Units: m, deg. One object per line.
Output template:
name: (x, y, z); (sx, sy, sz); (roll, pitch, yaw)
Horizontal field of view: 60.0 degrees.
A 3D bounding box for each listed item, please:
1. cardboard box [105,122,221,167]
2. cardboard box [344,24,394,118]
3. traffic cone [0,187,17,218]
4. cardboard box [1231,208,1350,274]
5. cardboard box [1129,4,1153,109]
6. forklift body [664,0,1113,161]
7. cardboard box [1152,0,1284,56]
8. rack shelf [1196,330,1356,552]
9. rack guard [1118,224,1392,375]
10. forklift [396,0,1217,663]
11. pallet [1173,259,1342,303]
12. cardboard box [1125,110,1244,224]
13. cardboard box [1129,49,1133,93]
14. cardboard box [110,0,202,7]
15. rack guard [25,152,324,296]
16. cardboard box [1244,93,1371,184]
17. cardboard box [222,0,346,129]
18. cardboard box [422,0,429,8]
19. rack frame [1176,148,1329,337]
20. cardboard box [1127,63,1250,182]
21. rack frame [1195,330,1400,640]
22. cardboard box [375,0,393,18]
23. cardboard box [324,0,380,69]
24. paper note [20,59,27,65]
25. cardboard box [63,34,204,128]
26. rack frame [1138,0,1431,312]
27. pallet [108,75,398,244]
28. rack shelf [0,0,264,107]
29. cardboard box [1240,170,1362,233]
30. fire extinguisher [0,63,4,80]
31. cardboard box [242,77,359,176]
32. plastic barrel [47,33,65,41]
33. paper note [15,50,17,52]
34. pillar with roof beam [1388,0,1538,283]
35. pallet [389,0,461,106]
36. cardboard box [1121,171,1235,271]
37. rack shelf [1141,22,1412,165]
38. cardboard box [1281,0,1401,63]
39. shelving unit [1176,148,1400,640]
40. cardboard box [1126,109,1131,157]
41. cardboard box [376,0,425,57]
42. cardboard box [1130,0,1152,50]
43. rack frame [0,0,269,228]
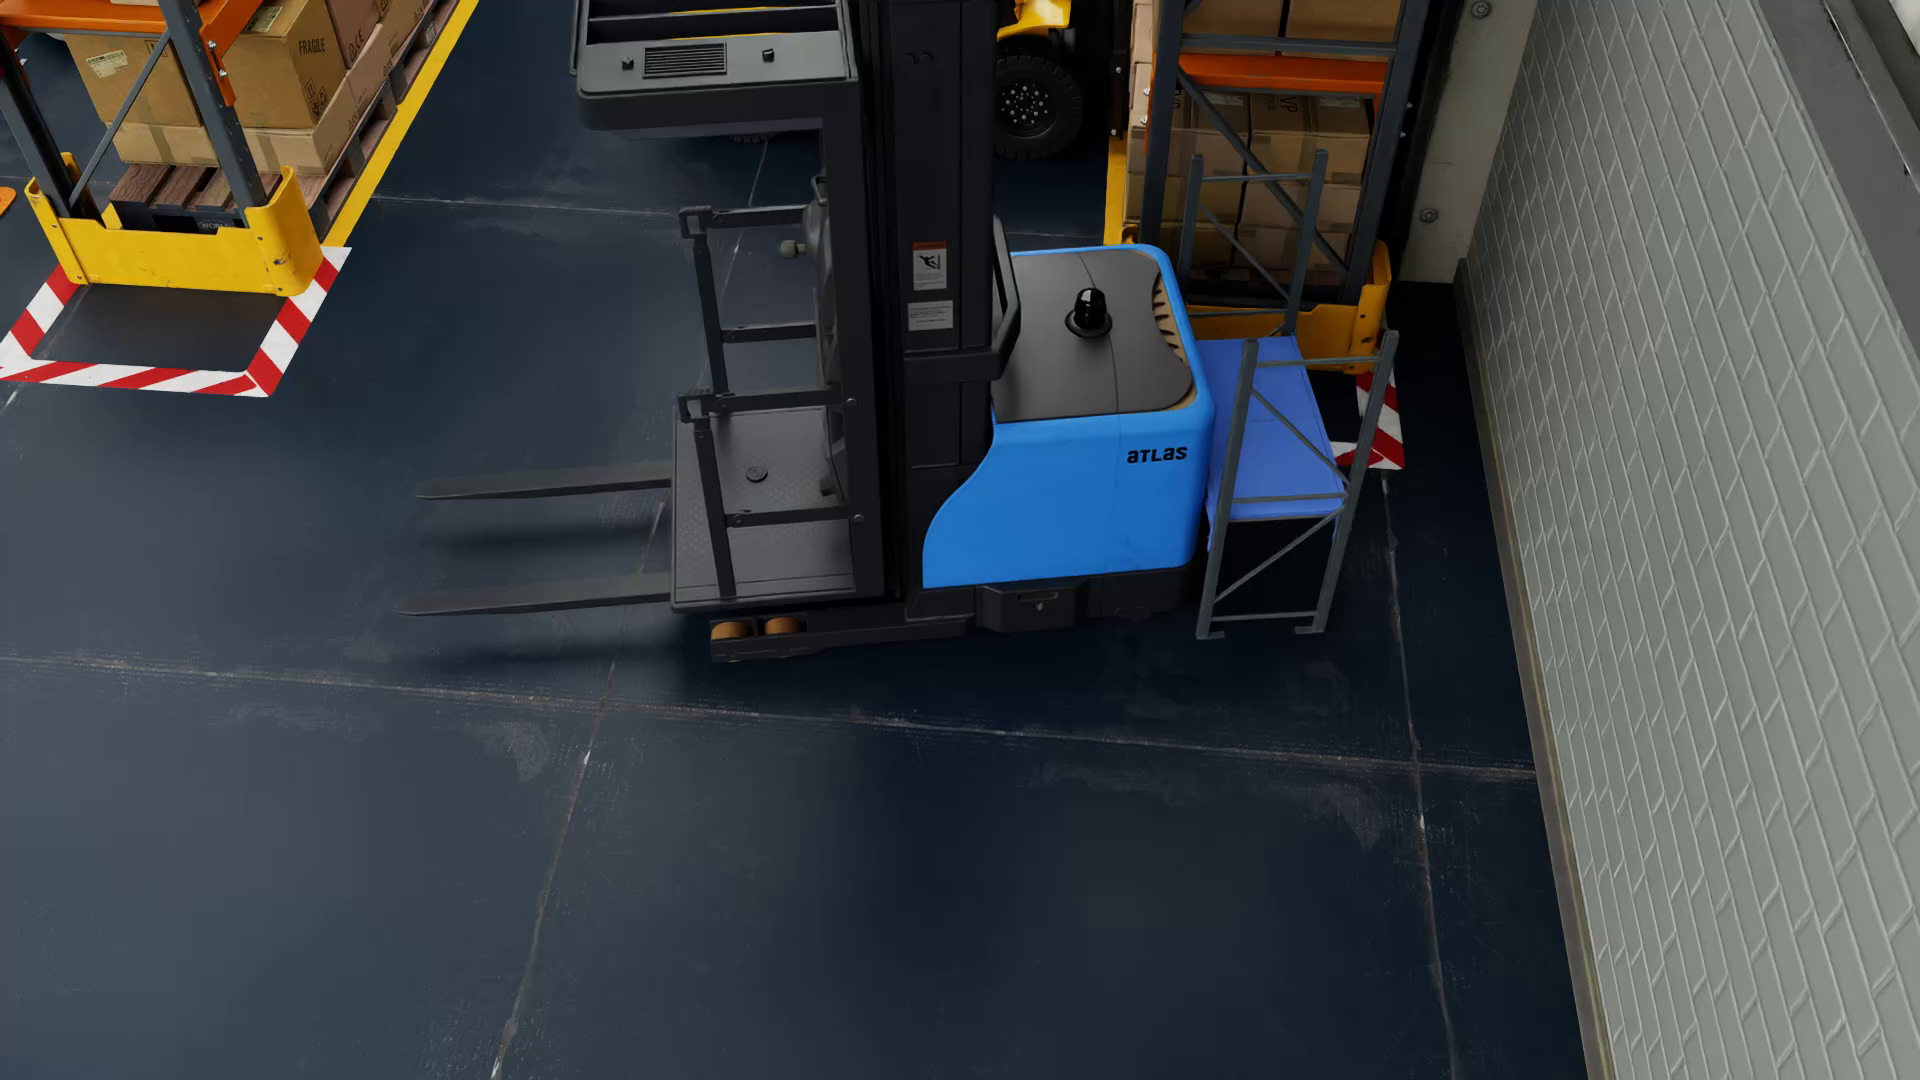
cardboard box: (-3.857, -2.108, 8.250); (0.500, 0.250, 0.500); (4, 48, 3)
cardboard box: (-3.262, -2.427, 8.541); (0.500, 0.250, 0.500); (5, 48, 5)
traffic cone: (-4.911, -1.811, 8.118); (0.336, 0.463, 0.334); (4, 48, 4)
cardboard box: (1.518, -1.495, 7.689); (0.500, 0.250, 0.500); (4, 48, 4)
cardboard box: (1.050, -2.219, 7.674); (0.500, 0.250, 0.500); (5, 48, 4)
forklift body: (-0.366, -3.163, 8.211); (2.313, 2.155, 1.214); (4, 48, 4)
cardboard box: (1.061, -2.346, 6.821); (0.500, 0.500, 0.500); (3, 48, 3)
rack shelf: (1.125, -0.398, 6.367); (0.538, 0.185, 1.000); (-3, 48, -3)
rack guard: (1.276, -1.072, 7.417); (1.175, 0.500, 0.348); (4, 48, 4)
forklift: (-0.643, -0.937, 5.646); (3.031, 2.935, 1.130); (-5, 48, -4)
pallet: (1.306, -1.557, 8.057); (1.003, 0.211, 1.213); (4, 48, 4)
cardboard box: (1.011, -1.694, 7.533); (0.500, 0.250, 0.500); (3, 48, 3)
cardboard box: (1.094, -2.443, 8.217); (0.500, 0.250, 0.500); (3, 48, 3)
cardboard box: (-3.428, -2.415, 7.122); (0.380, 0.149, 0.250); (4, 48, 4)
rack guard: (-3.658, -1.476, 7.787); (1.175, 0.500, 0.348); (4, 48, 4)
cardboard box: (1.510, -1.825, 7.313); (0.500, 0.250, 0.500); (3, 48, 3)
cardboard box: (-3.315, -2.323, 7.938); (0.500, 0.500, 0.500); (2, 48, 2)
cardboard box: (-3.177, -3.199, 9.248); (0.500, 0.250, 0.500); (5, 48, 4)
rack frame: (1.088, -0.894, 6.577); (0.500, 1.500, 0.032); (-3, 48, -3)
cardboard box: (1.009, -1.844, 7.331); (0.500, 0.250, 0.500); (5, 48, 5)
rack frame: (1.163, -0.146, 5.893); (0.500, 1.500, 0.032); (-3, 48, -3)
cardboard box: (-3.218, -3.075, 8.626); (0.500, 0.500, 0.500); (5, 48, 4)
cardboard box: (-3.272, -2.707, 8.290); (0.500, 0.500, 0.500); (2, 48, 2)
paper note: (-5.183, -2.617, 9.163); (0.032, 0.001, 0.123); (4, 48, 4)
cardboard box: (-3.852, -2.337, 7.951); (0.500, 0.500, 0.500); (4, 48, 4)
rack frame: (1.278, -1.933, 6.511); (1.000, 3.000, 0.127); (4, 48, 4)
pallet: (-3.549, -1.973, 8.438); (1.003, 0.211, 1.213); (4, 48, 4)
rack shelf: (-3.483, -3.491, 8.424); (1.077, 0.370, 4.000); (4, 48, 4)
cardboard box: (1.528, -1.647, 7.490); (0.500, 0.250, 0.500); (5, 48, 4)
fire extinguisher: (-4.135, -2.185, 6.794); (0.296, 0.674, 0.183); (4, 48, 4)
cardboard box: (-3.316, -2.052, 8.199); (0.500, 0.250, 0.500); (4, 48, 3)
plastic barrel: (-4.985, -3.014, 9.246); (0.421, 0.421, 0.512); (-36, 57, -28)
paper note: (-5.335, -2.701, 9.233); (0.148, 0.019, 0.142); (19, 50, 17)
pillar with roof beam: (-2.048, -4.698, 4.975); (9.100, 9.000, 0.400); (4, 48, 4)
pallet: (-3.435, -2.868, 9.256); (1.003, 0.211, 1.213); (4, 48, 4)
cardboard box: (1.006, -1.513, 7.706); (0.500, 0.250, 0.500); (4, 48, 4)
rack shelf: (1.460, -3.160, 8.121); (1.077, 0.370, 4.000); (4, 48, 4)
cardboard box: (1.600, -2.312, 6.790); (0.500, 0.500, 0.500); (5, 48, 5)
shelving unit: (1.125, -0.520, 6.235); (0.538, 1.500, 1.048); (-3, 48, -3)
cardboard box: (1.061, -1.878, 8.040); (0.500, 0.250, 0.500); (4, 48, 4)
cardboard box: (-3.225, -2.828, 8.909); (0.500, 0.250, 0.500); (7, 48, 6)
cardboard box: (1.086, -2.591, 8.014); (0.500, 0.250, 0.500); (4, 48, 4)
rack frame: (-3.665, -2.264, 6.814); (1.000, 3.000, 0.127); (4, 48, 4)
